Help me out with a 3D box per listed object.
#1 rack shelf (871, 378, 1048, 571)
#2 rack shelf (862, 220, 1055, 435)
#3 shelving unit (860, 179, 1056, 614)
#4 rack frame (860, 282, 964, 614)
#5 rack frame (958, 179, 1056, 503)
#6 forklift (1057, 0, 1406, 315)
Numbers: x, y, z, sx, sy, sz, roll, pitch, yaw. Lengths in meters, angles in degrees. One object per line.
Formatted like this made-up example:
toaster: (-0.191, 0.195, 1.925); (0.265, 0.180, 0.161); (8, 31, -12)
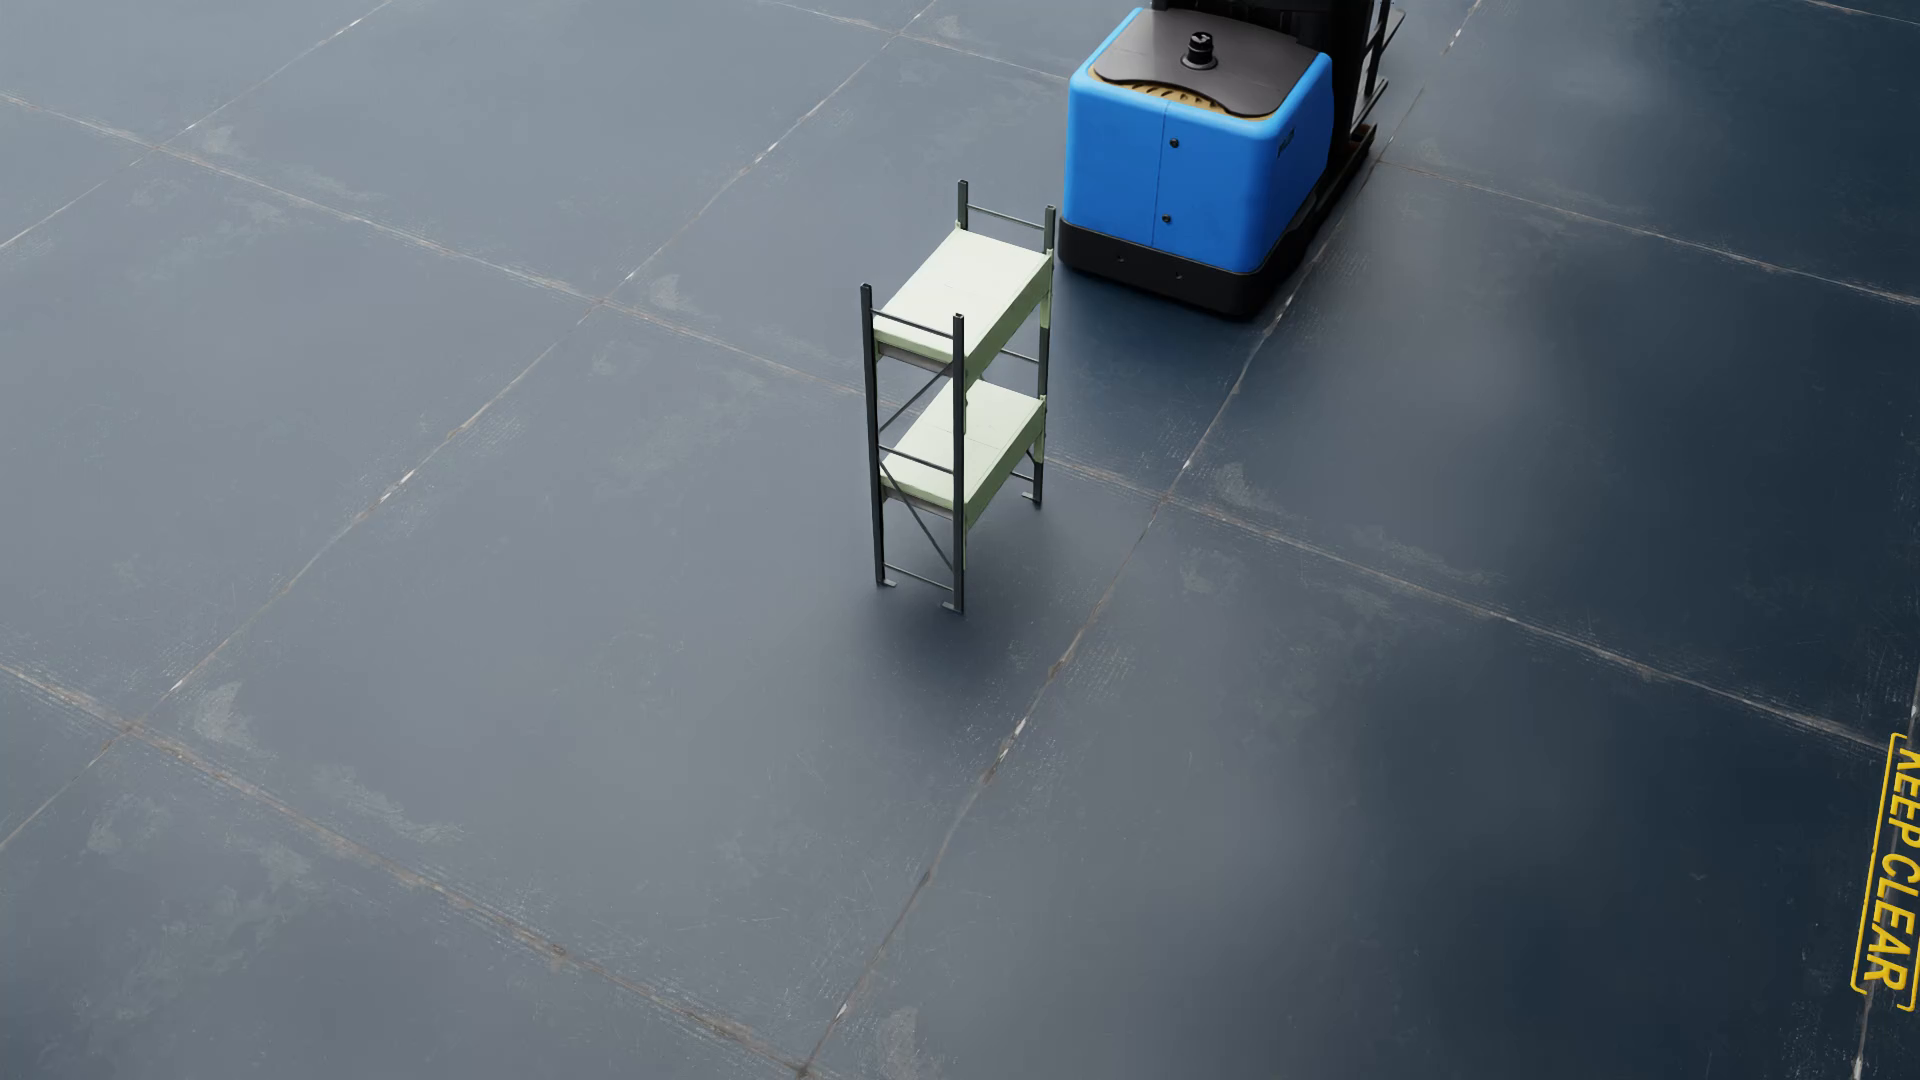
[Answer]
rack shelf: (0.003, -0.302, 6.733); (0.431, 0.370, 0.720); (20, 49, 19)
rack shelf: (0.003, -0.806, 6.223); (0.431, 0.370, 0.720); (20, 49, 19)
shelving unit: (0.003, -0.531, 6.501); (0.431, 1.500, 0.755); (20, 49, 19)
rack frame: (-0.167, -0.301, 6.273); (0.400, 1.500, 0.023); (20, 49, 19)
rack frame: (0.173, -0.762, 6.729); (0.400, 1.500, 0.023); (20, 49, 19)
forklift: (1.622, -3.160, 8.092); (1.130, 2.935, 3.031); (21, 49, 19)
